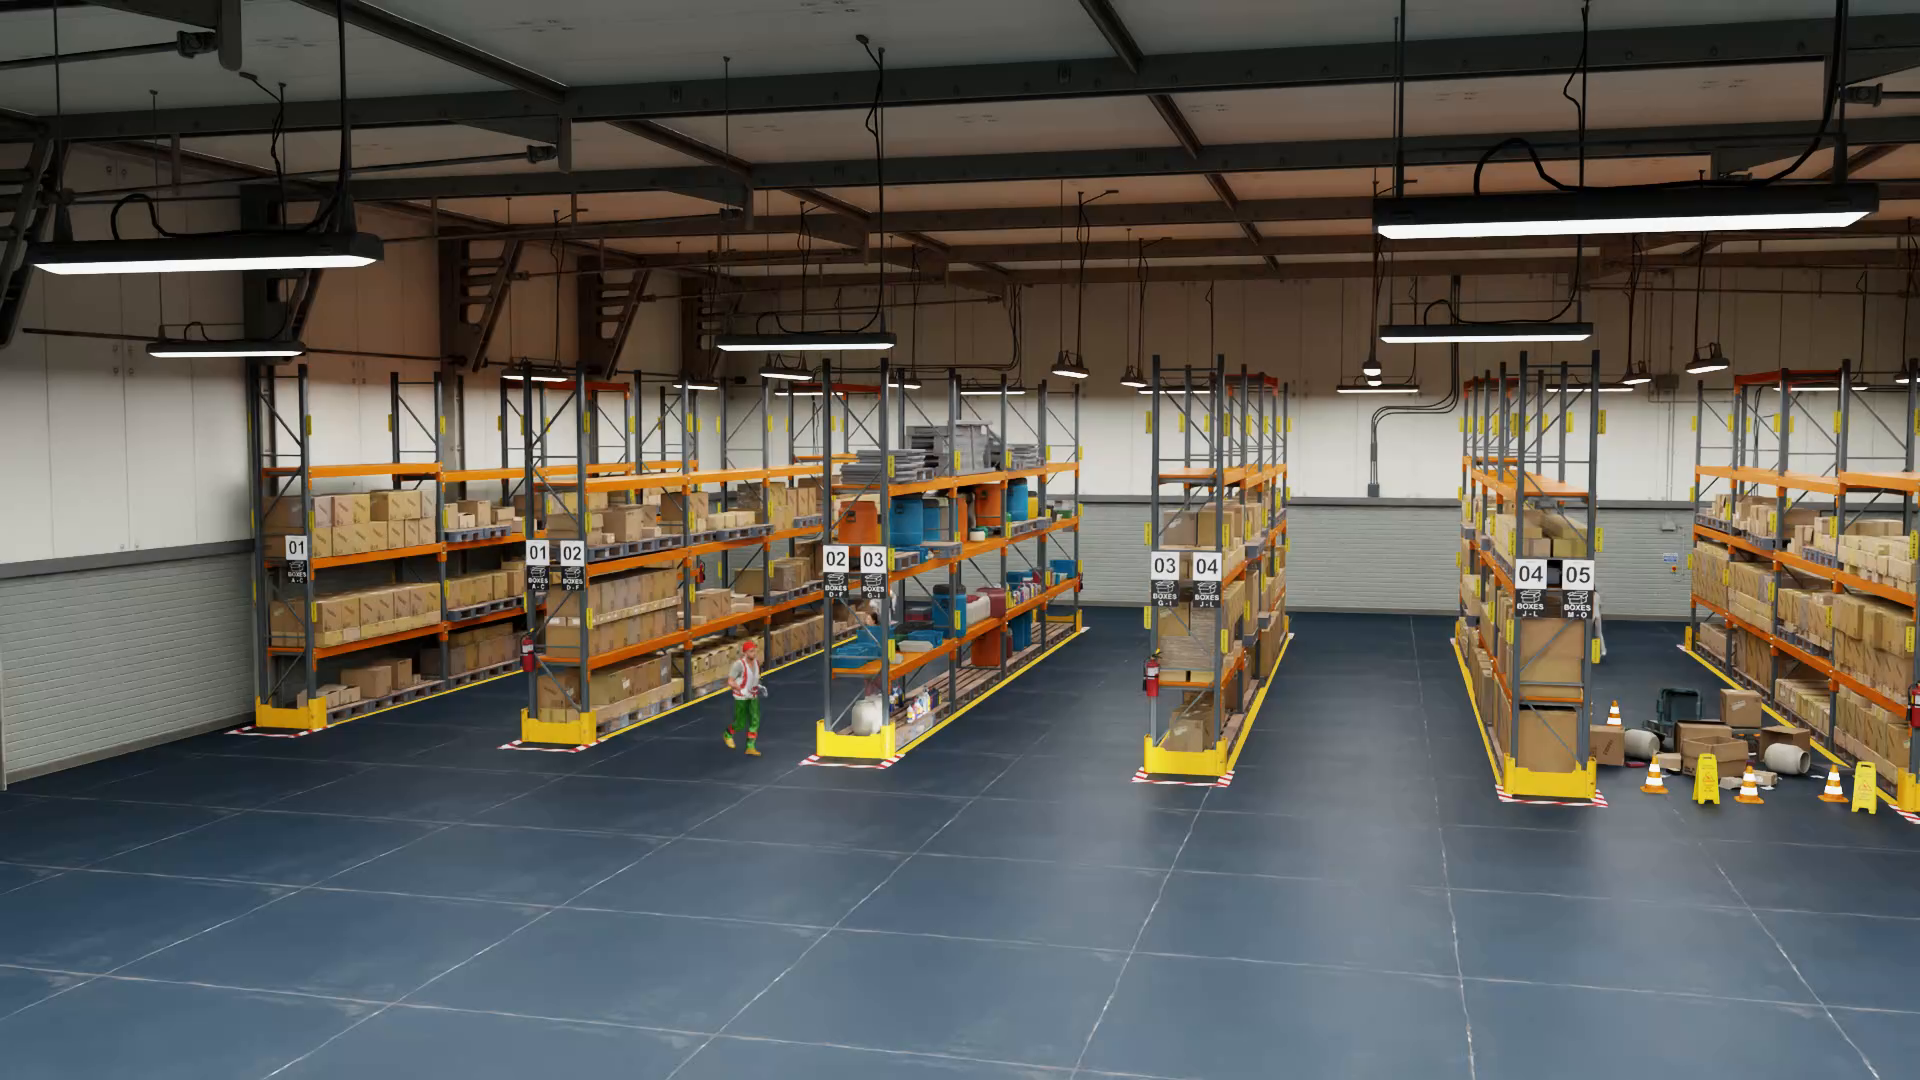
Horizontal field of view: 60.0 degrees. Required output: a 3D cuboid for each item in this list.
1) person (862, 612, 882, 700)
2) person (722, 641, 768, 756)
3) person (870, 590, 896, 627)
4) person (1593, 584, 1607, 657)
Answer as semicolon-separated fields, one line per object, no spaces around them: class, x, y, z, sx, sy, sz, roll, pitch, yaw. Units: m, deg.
person;-1.558;2.103;30.012;0.612;1.657;0.673;-1;4;-14
person;-3.325;2.392;25.337;0.658;1.741;0.826;-4;6;-44
person;-1.712;1.638;36.968;0.554;1.633;0.898;0;4;6
person;13.580;1.725;35.693;0.561;1.640;0.955;0;4;-7
